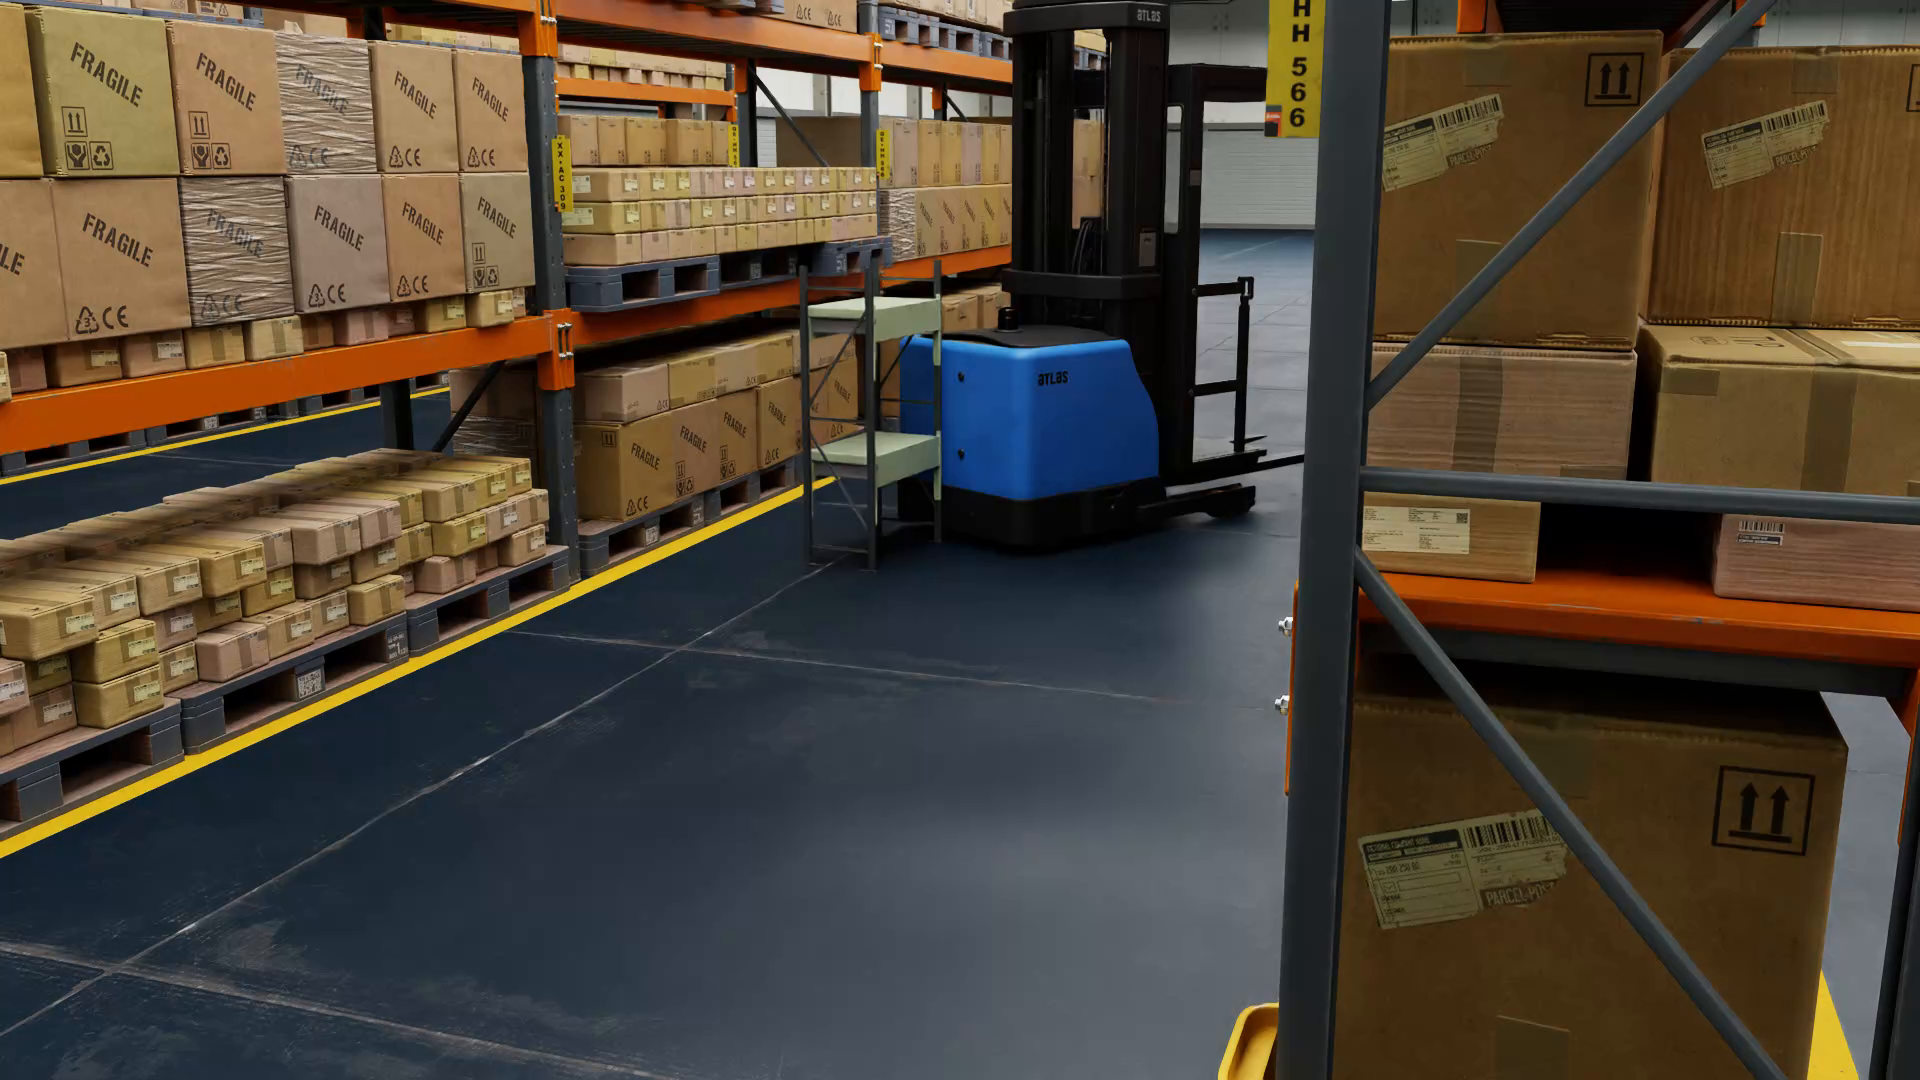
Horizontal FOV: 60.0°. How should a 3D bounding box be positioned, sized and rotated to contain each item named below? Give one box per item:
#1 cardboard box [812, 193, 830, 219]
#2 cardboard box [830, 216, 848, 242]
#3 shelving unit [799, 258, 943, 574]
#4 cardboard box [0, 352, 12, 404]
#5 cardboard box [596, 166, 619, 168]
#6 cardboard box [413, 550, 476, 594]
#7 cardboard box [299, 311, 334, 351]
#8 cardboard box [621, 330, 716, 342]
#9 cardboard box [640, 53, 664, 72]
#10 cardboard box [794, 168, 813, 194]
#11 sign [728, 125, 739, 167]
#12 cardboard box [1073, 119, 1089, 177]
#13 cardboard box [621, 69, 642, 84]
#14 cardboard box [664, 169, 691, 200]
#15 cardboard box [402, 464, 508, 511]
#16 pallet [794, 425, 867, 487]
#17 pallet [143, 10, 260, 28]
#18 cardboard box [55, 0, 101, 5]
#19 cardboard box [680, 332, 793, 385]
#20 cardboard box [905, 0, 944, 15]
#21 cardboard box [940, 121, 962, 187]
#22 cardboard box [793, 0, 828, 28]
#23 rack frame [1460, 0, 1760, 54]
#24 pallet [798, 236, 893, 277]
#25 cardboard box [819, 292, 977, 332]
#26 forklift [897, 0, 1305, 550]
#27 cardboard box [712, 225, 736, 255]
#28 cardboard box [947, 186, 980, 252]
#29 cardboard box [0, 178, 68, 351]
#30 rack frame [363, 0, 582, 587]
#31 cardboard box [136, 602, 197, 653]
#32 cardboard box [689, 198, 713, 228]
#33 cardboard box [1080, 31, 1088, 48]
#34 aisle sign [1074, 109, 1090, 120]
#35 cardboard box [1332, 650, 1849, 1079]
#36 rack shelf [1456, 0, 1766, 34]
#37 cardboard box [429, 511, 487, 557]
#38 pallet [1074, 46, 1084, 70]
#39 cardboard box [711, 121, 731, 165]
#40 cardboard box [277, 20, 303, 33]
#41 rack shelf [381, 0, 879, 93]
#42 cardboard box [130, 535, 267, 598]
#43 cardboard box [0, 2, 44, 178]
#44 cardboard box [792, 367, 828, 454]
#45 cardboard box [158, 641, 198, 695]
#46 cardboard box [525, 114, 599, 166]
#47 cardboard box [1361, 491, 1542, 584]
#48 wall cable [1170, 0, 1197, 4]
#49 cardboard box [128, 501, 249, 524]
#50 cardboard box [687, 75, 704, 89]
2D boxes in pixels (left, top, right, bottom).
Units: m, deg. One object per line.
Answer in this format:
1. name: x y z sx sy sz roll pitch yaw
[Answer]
1. cardboard box: -1.019 -2.049 10.176 0.380 0.149 0.250 4 14 19
2. cardboard box: -0.931 -1.962 10.464 0.380 0.149 0.250 5 14 19
3. shelving unit: -0.441 -0.659 8.507 0.431 1.500 0.755 6 14 25
4. cardboard box: -3.034 -0.470 4.871 0.380 0.149 0.250 4 13 17
5. cardboard box: -3.917 -3.674 17.451 0.500 0.500 0.500 4 14 18
6. cardboard box: -2.328 0.120 7.182 0.380 0.149 0.250 4 13 17
7. cardboard box: -2.629 -0.806 6.341 0.380 0.149 0.250 4 13 18
8. cardboard box: -1.830 -1.137 10.216 0.500 0.250 0.500 4 14 19
9. cardboard box: -3.568 -5.228 18.079 0.500 0.250 0.500 4 14 19
10. cardboard box: -1.101 -2.144 9.926 0.380 0.149 0.250 4 14 18
11. sign: -1.567 -2.727 11.592 0.100 0.325 0.005 4 14 18
12. cardboard box: 0.778 -3.868 16.430 0.875 0.550 0.550 4 14 18
13. cardboard box: -3.630 -4.953 17.773 0.380 0.149 0.250 4 13 17
14. cardboard box: -1.603 -1.816 8.487 0.380 0.149 0.250 4 14 19
15. cardboard box: -2.249 -0.235 7.404 0.380 0.149 0.250 5 14 19
16. pallet: -1.295 -0.599 11.138 1.003 0.211 1.213 4 14 18
17. pallet: -5.916 -3.689 12.093 1.213 0.211 1.003 5 14 21
18. cardboard box: -6.053 -3.782 10.908 0.500 0.500 0.500 4 14 19
19. cardboard box: -1.347 -1.099 10.050 0.500 0.250 0.500 5 14 20
20. cardboard box: -0.437 -4.008 12.234 0.500 0.250 0.500 5 14 20
21. cardboard box: -0.395 -3.075 13.250 0.700 0.500 0.500 4 14 18
22. cardboard box: -1.135 -3.389 10.131 0.500 0.500 0.500 4 14 18
23. rack frame: 2.325 -0.902 6.201 1.000 3.000 0.127 4 14 18
24. pallet: -1.171 -1.872 10.879 1.213 0.211 1.003 4 14 18
25. cardboard box: -0.479 -1.537 13.093 1.050 0.750 0.750 5 14 19
26. forklift: 1.085 -1.631 9.546 3.031 2.935 1.130 -11 17 -41
27. cardboard box: -1.440 -1.630 9.011 0.380 0.149 0.250 4 13 16
28. cardboard box: -0.152 -2.565 13.260 0.500 0.500 0.500 4 14 18
29. cardboard box: -3.074 -0.822 4.953 0.500 0.500 0.500 4 14 19
30. rack frame: -2.335 -1.281 7.859 1.000 3.000 0.127 4 14 18
31. cardboard box: -2.898 0.289 5.774 0.380 0.149 0.250 4 13 16
32. cardboard box: -1.524 -1.722 8.743 0.380 0.149 0.250 4 13 16
33. cardboard box: 1.020 -4.825 16.043 0.380 0.149 0.250 4 13 17
34. aisle sign: 1.286 -5.111 18.799 0.394 0.787 0.004 4 14 18
35. cardboard box: 1.162 0.630 3.316 0.875 0.875 0.875 4 14 18
36. rack shelf: 1.678 -1.593 4.102 1.077 0.370 4.000 4 14 18
37. cardboard box: -2.282 -0.036 7.199 0.380 0.149 0.250 4 13 16
38. pallet: 0.528 -4.556 15.666 1.003 0.211 1.213 4 14 18
39. cardboard box: -3.128 -4.700 19.701 0.700 0.500 0.500 4 13 17
40. cardboard box: -5.412 -3.963 13.170 0.396 0.266 0.258 4 14 18
41. rack shelf: -1.688 -2.814 9.450 1.077 0.370 4.000 4 14 18
42. cardboard box: -2.731 0.092 5.969 0.380 0.149 0.250 5 14 19
43. cardboard box: -3.076 -1.302 4.811 0.500 0.500 0.500 5 14 20
44. cardboard box: -1.178 -0.843 10.613 0.500 0.500 0.500 5 14 21
45. cardboard box: -2.897 0.439 5.787 0.380 0.149 0.250 4 14 19
46. cardboard box: -4.116 -4.059 16.889 0.700 0.500 0.500 4 14 18
47. cardboard box: 0.835 -0.036 2.971 0.380 0.149 0.250 5 14 19
48. wall cable: 5.526 -14.937 49.839 3.097 2.526 0.112 4 14 18
49. cardboard box: -3.056 -0.050 6.592 0.380 0.149 0.250 4 13 16
50. cardboard box: -3.188 -5.279 19.199 0.380 0.149 0.250 5 14 20
